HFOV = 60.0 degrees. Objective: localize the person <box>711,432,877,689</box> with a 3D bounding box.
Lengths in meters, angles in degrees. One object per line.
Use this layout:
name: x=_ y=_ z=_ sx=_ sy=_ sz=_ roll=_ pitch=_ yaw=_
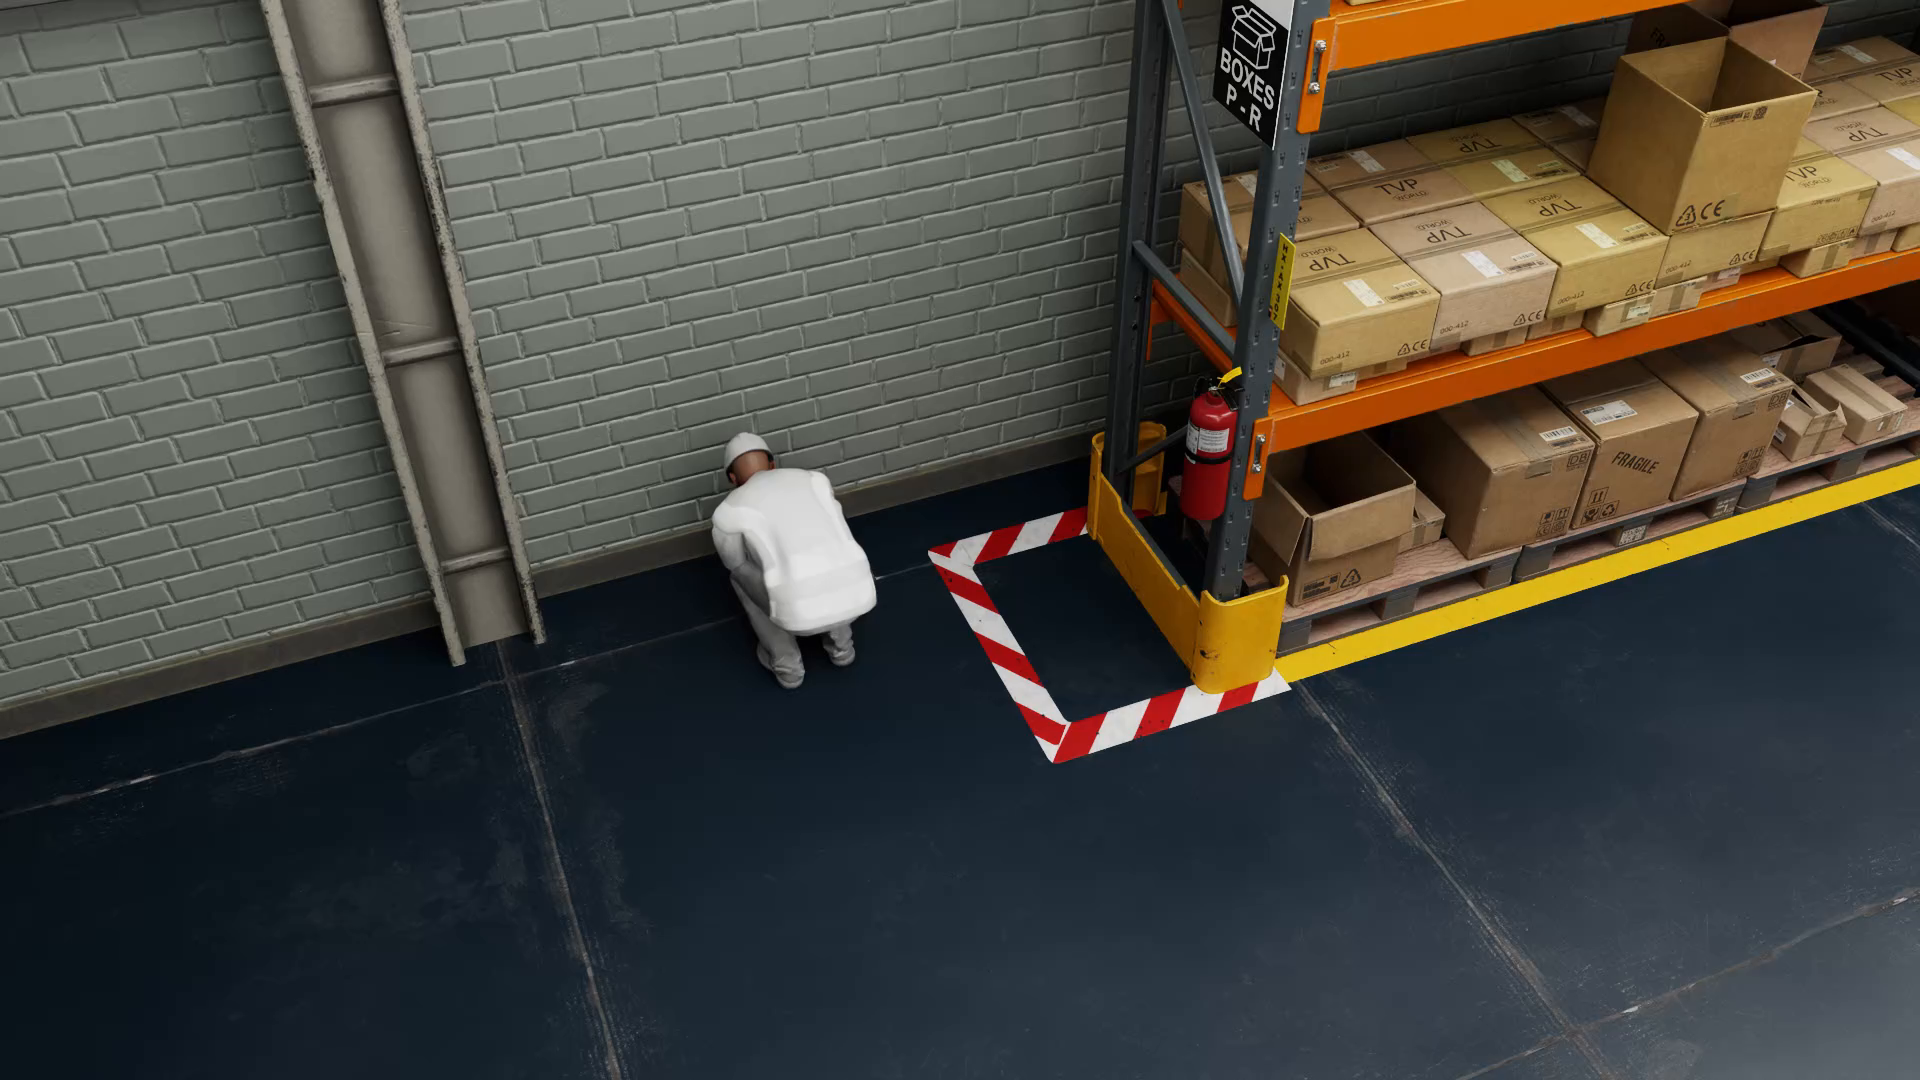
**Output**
person: x=-0.704 y=0.112 z=6.771 sx=0.531 sy=0.838 sz=0.950 roll=-16 pitch=44 yaw=-18
